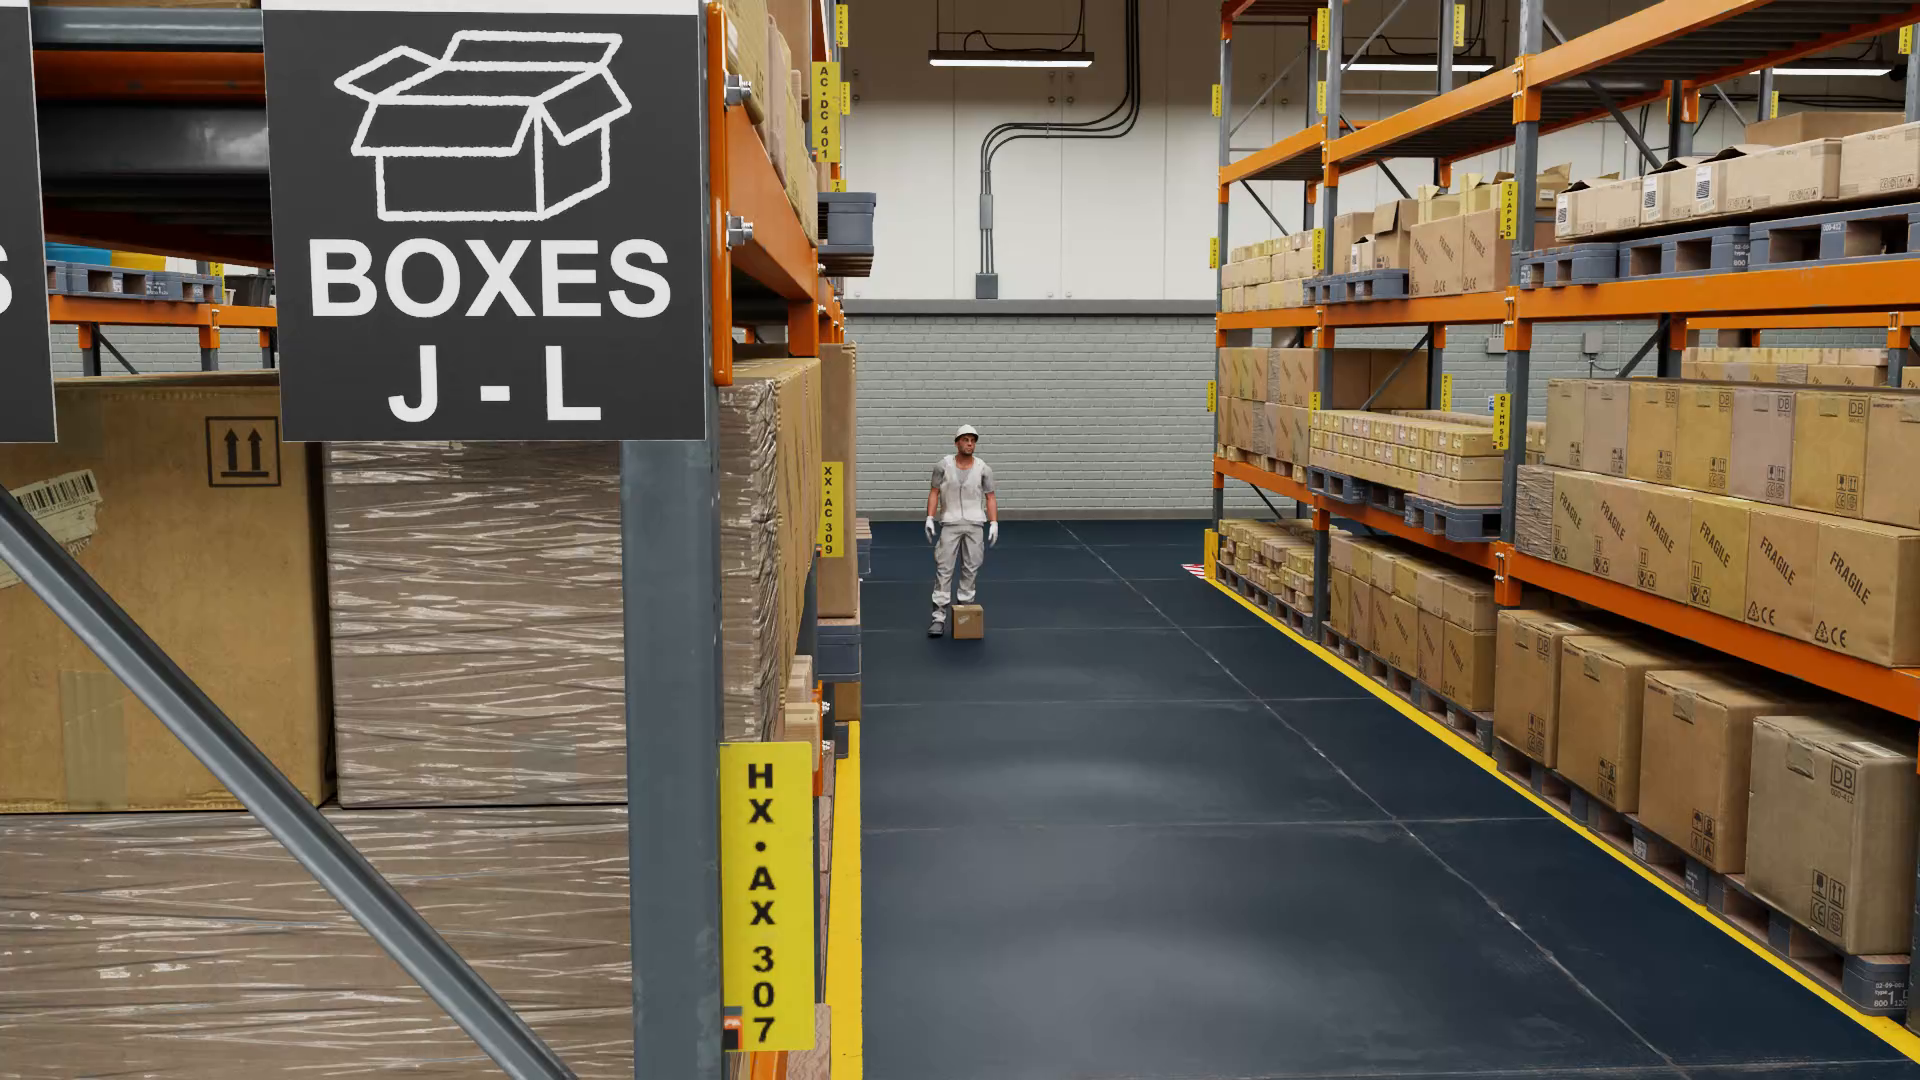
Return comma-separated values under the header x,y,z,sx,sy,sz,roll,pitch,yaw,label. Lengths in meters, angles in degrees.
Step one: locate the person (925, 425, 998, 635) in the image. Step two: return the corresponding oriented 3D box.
x,y,z,sx,sy,sz,roll,pitch,yaw,label
0.016,-0.094,14.353,0.638,1.787,0.564,0,7,-4,person
